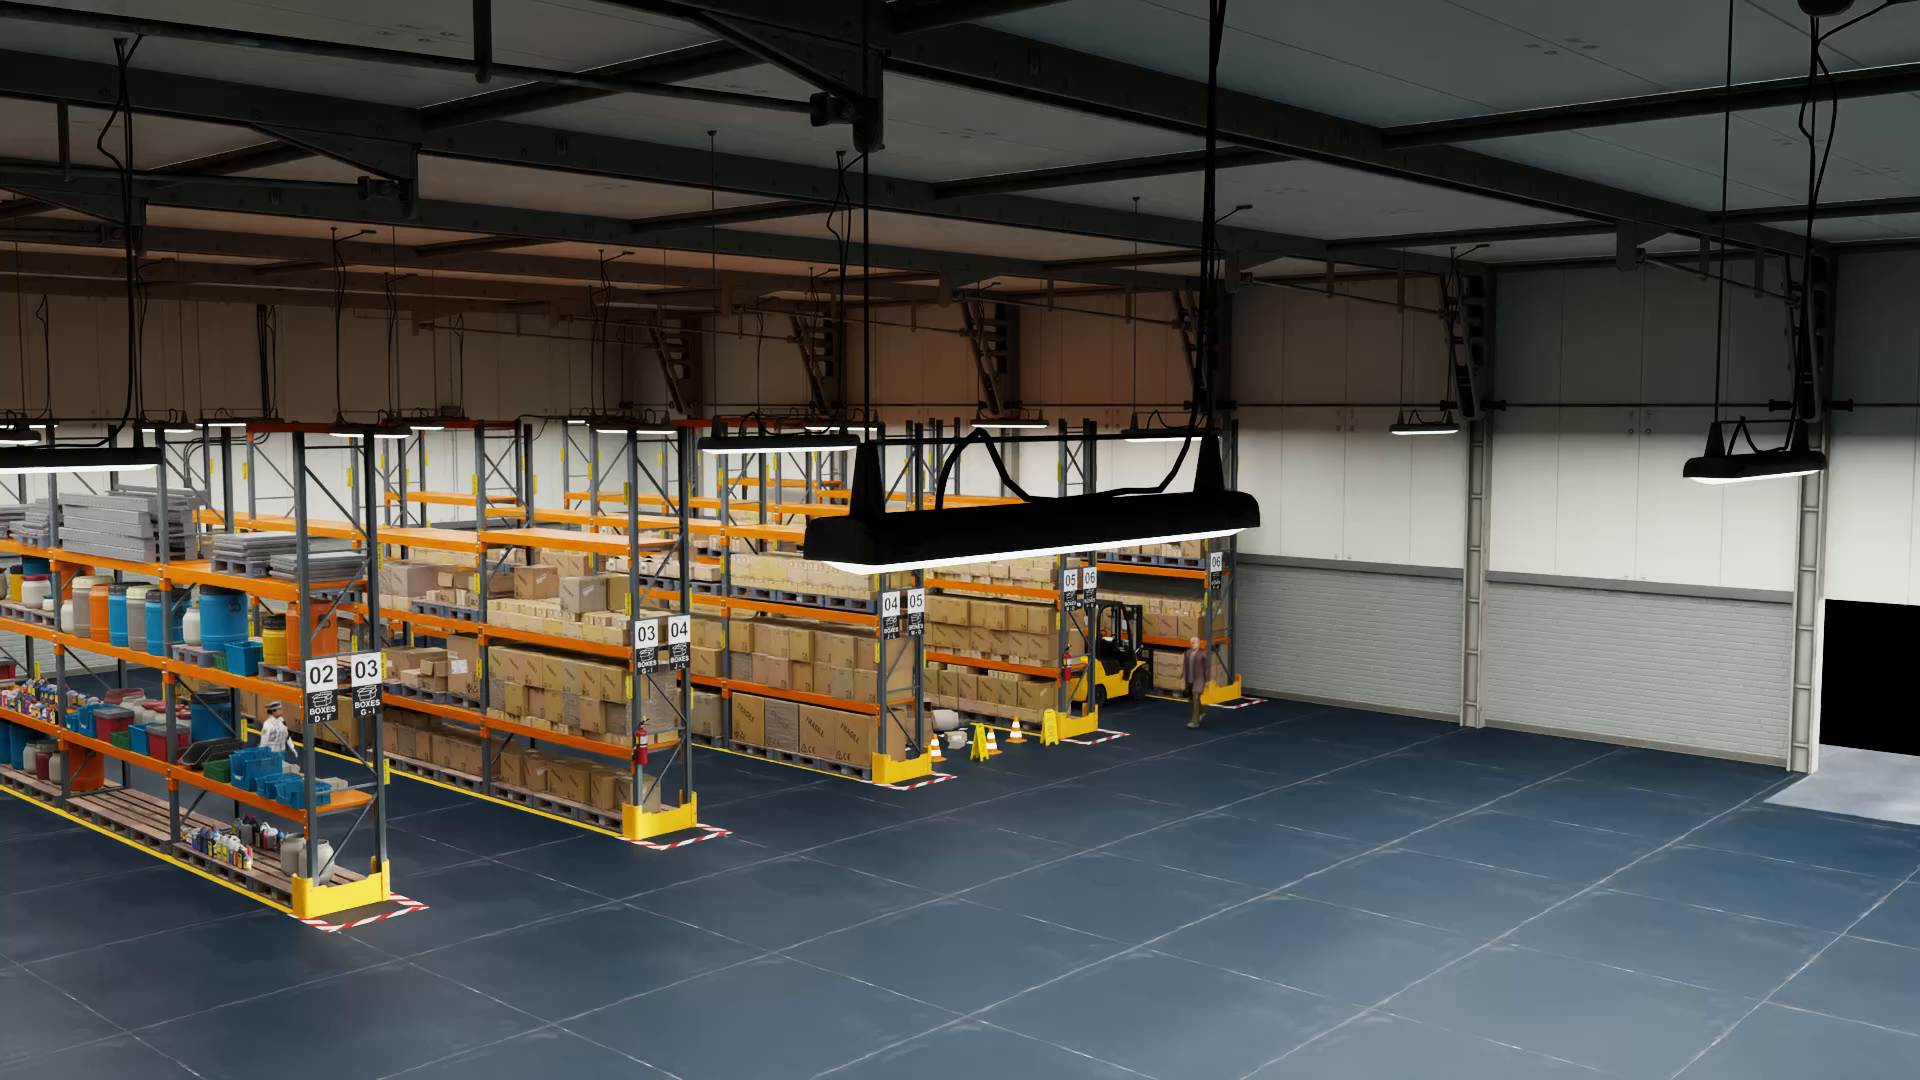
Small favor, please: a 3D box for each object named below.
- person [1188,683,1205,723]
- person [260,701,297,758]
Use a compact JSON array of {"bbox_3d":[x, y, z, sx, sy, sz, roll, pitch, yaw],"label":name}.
[{"bbox_3d":[4.697,3.091,32.845,0.726,0.992,0.429,-4,6,-42],"label":"person"},{"bbox_3d":[-10.818,3.037,26.325,0.326,1.000,0.561,2,5,27],"label":"person"}]
